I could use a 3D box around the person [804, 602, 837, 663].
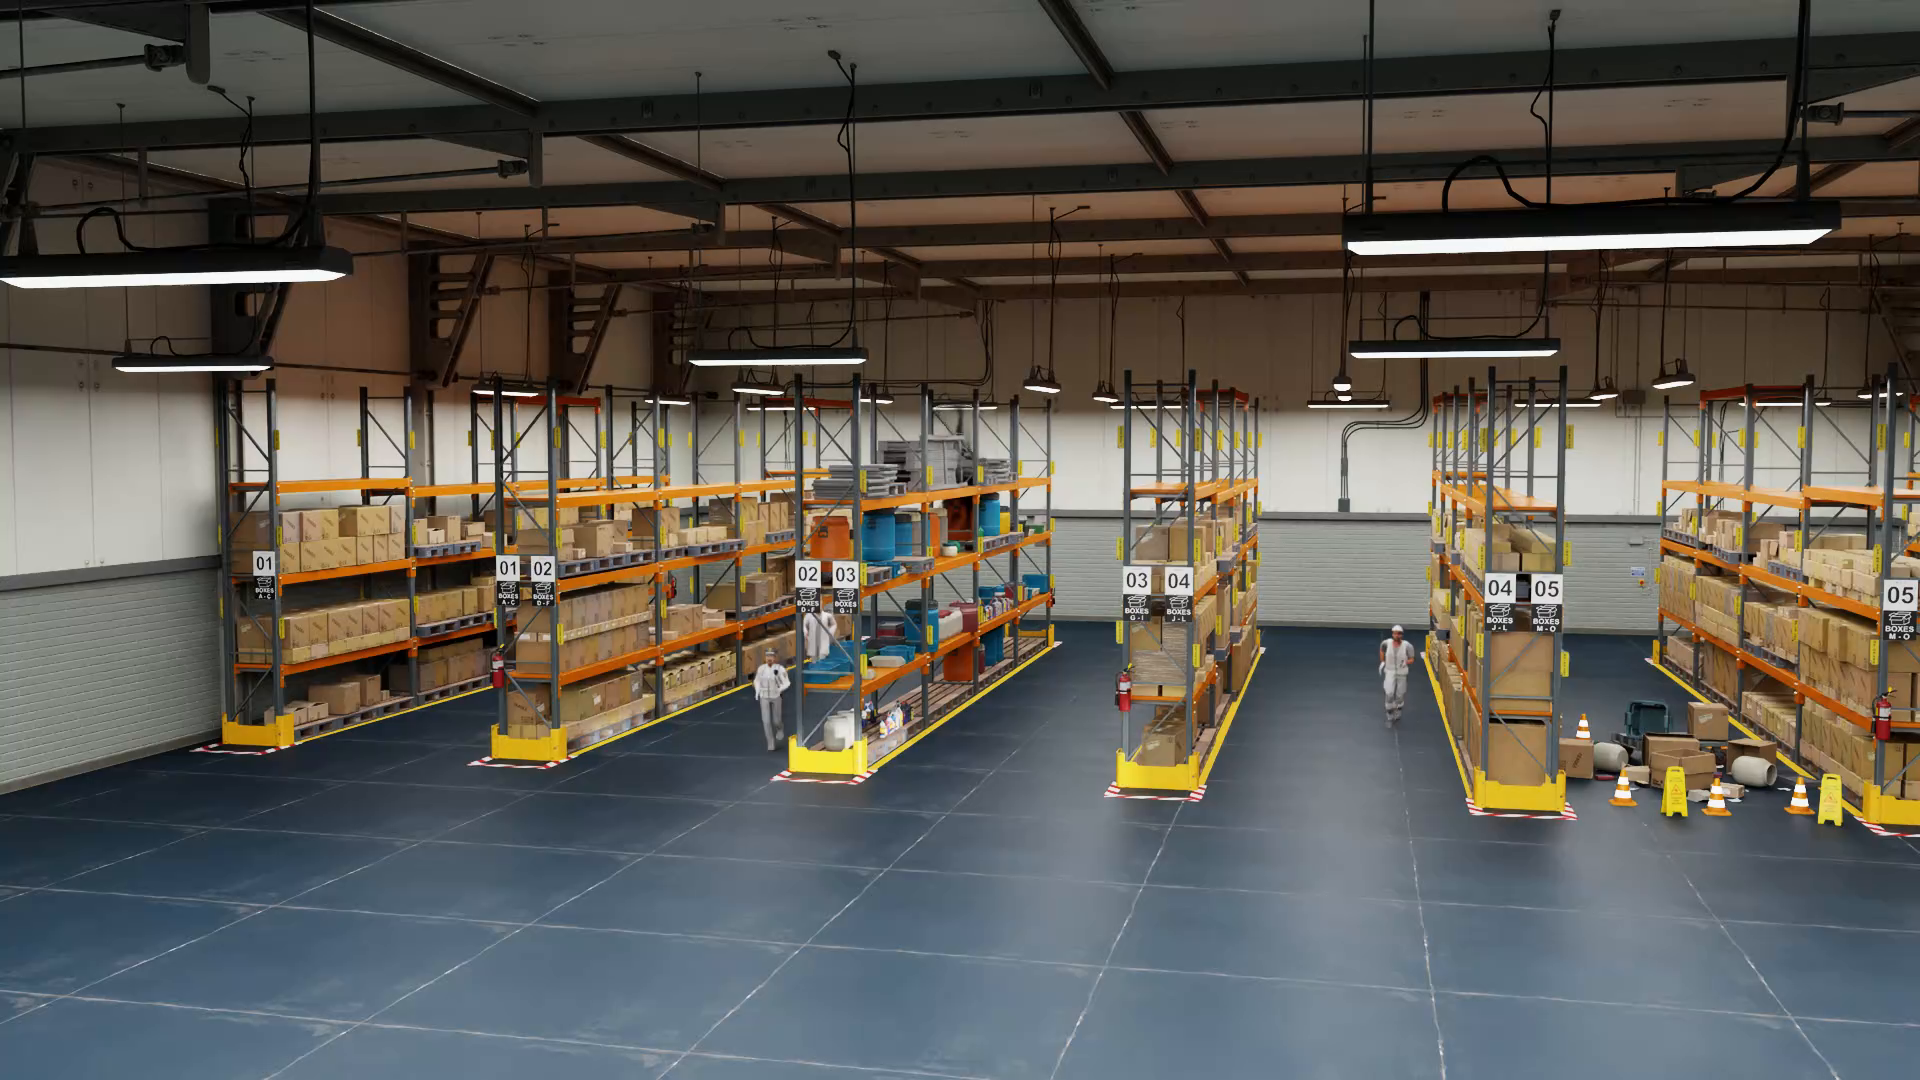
[{"bbox_3d":[-2.859,2.151,33.733,0.716,1.681,0.922,0,3,1],"label":"person"}]

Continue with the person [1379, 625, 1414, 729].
[{"bbox_3d":[7.635,2.379,29.096,0.586,1.818,0.900,1,4,12],"label":"person"}]

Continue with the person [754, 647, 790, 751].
[{"bbox_3d":[-3.055,2.554,26.934,0.613,1.659,0.659,0,3,6],"label":"person"}]
